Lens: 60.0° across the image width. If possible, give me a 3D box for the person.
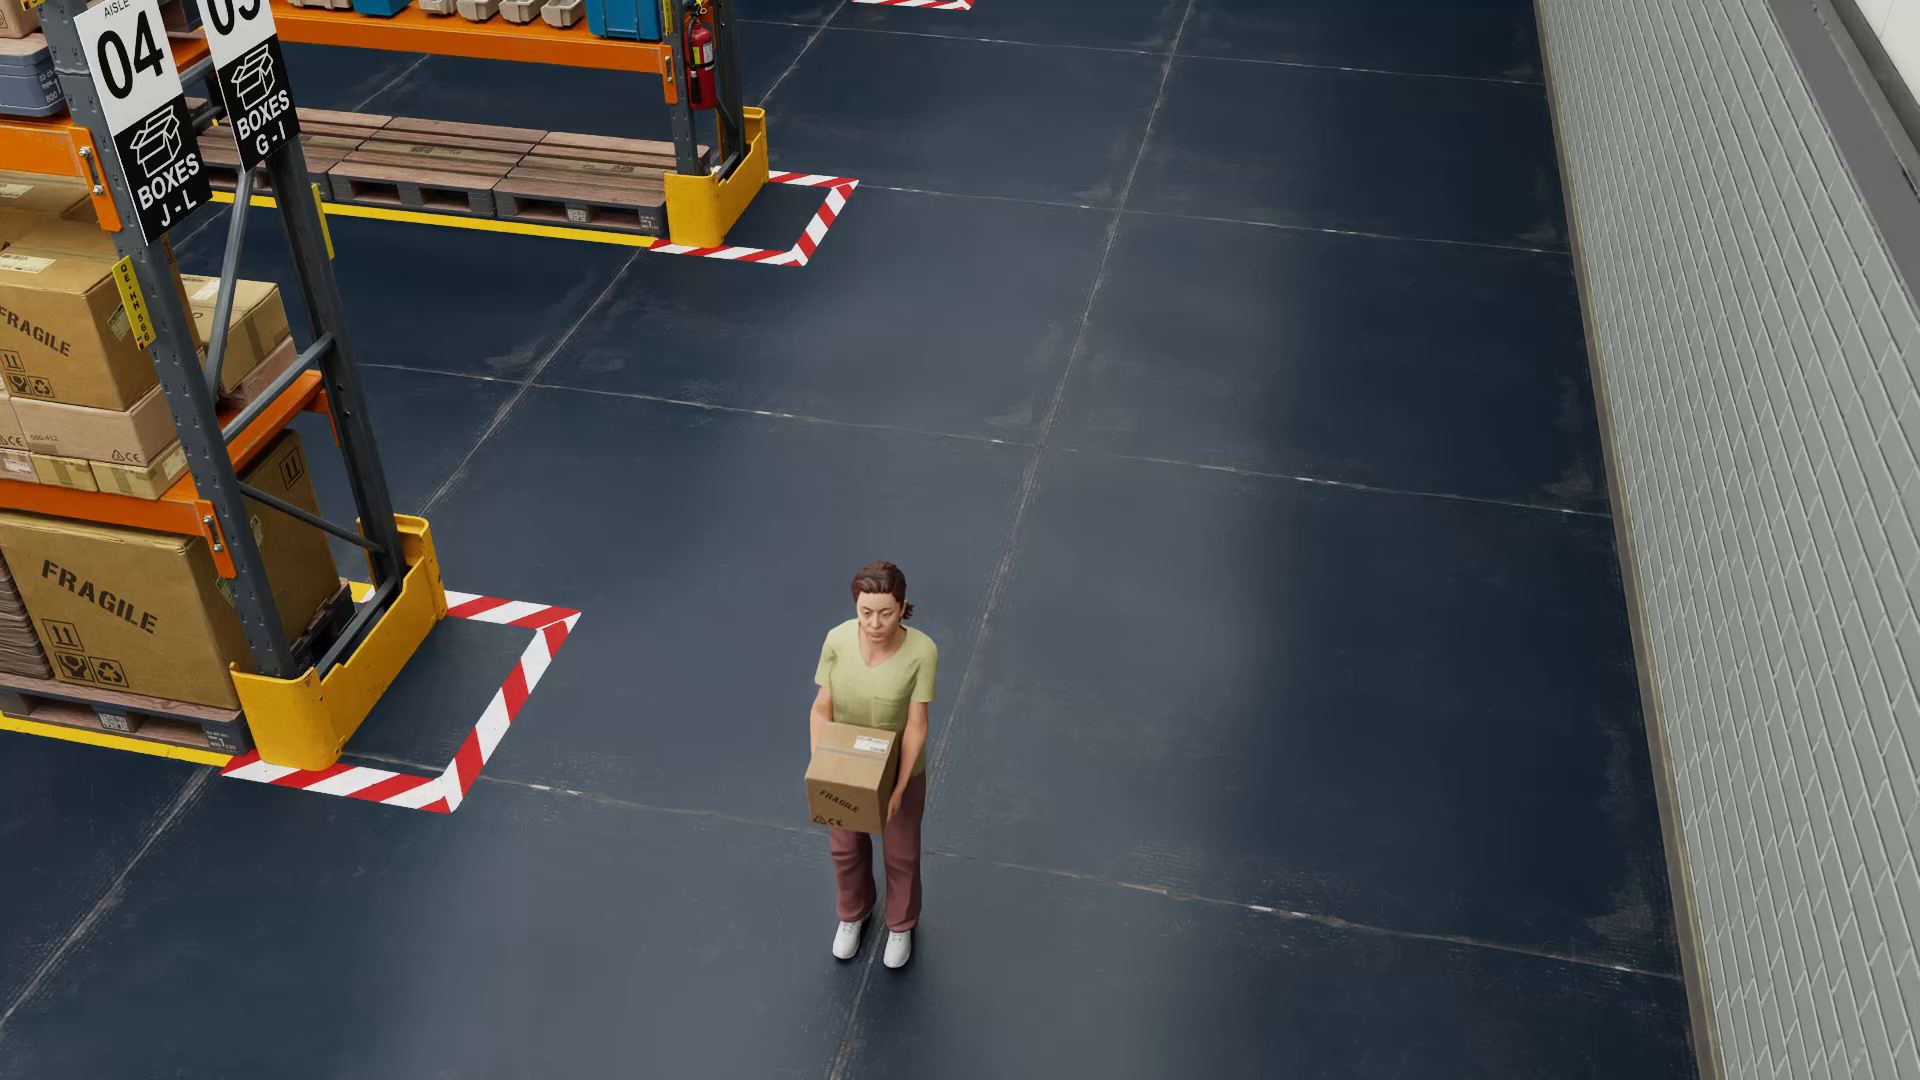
[{"bbox_3d":[-0.306,0.831,5.861,0.426,1.665,0.549,8,37,11],"label":"person"}]
